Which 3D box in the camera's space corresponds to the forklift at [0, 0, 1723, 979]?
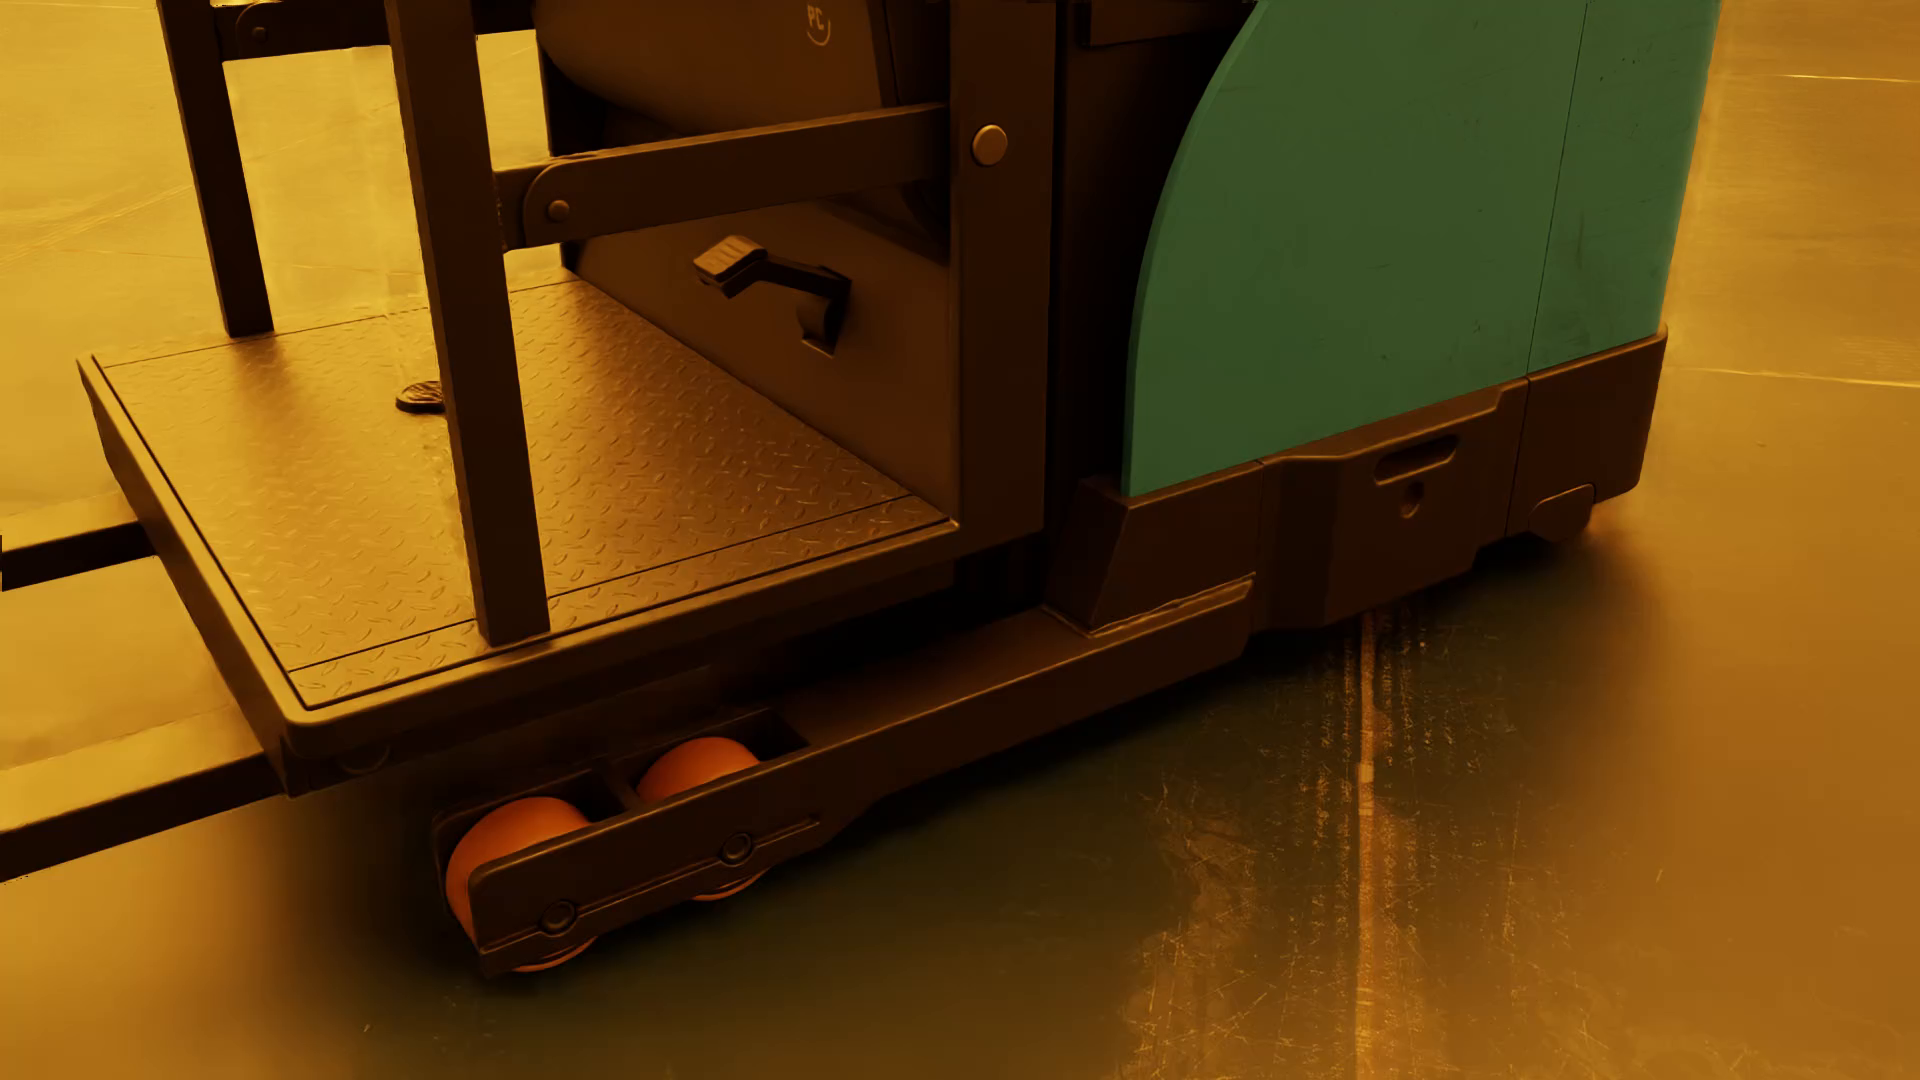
[{"bbox_3d":[-0.469,-1.153,1.531,3.031,2.935,1.130,-17,31,-30],"label":"forklift"}]
